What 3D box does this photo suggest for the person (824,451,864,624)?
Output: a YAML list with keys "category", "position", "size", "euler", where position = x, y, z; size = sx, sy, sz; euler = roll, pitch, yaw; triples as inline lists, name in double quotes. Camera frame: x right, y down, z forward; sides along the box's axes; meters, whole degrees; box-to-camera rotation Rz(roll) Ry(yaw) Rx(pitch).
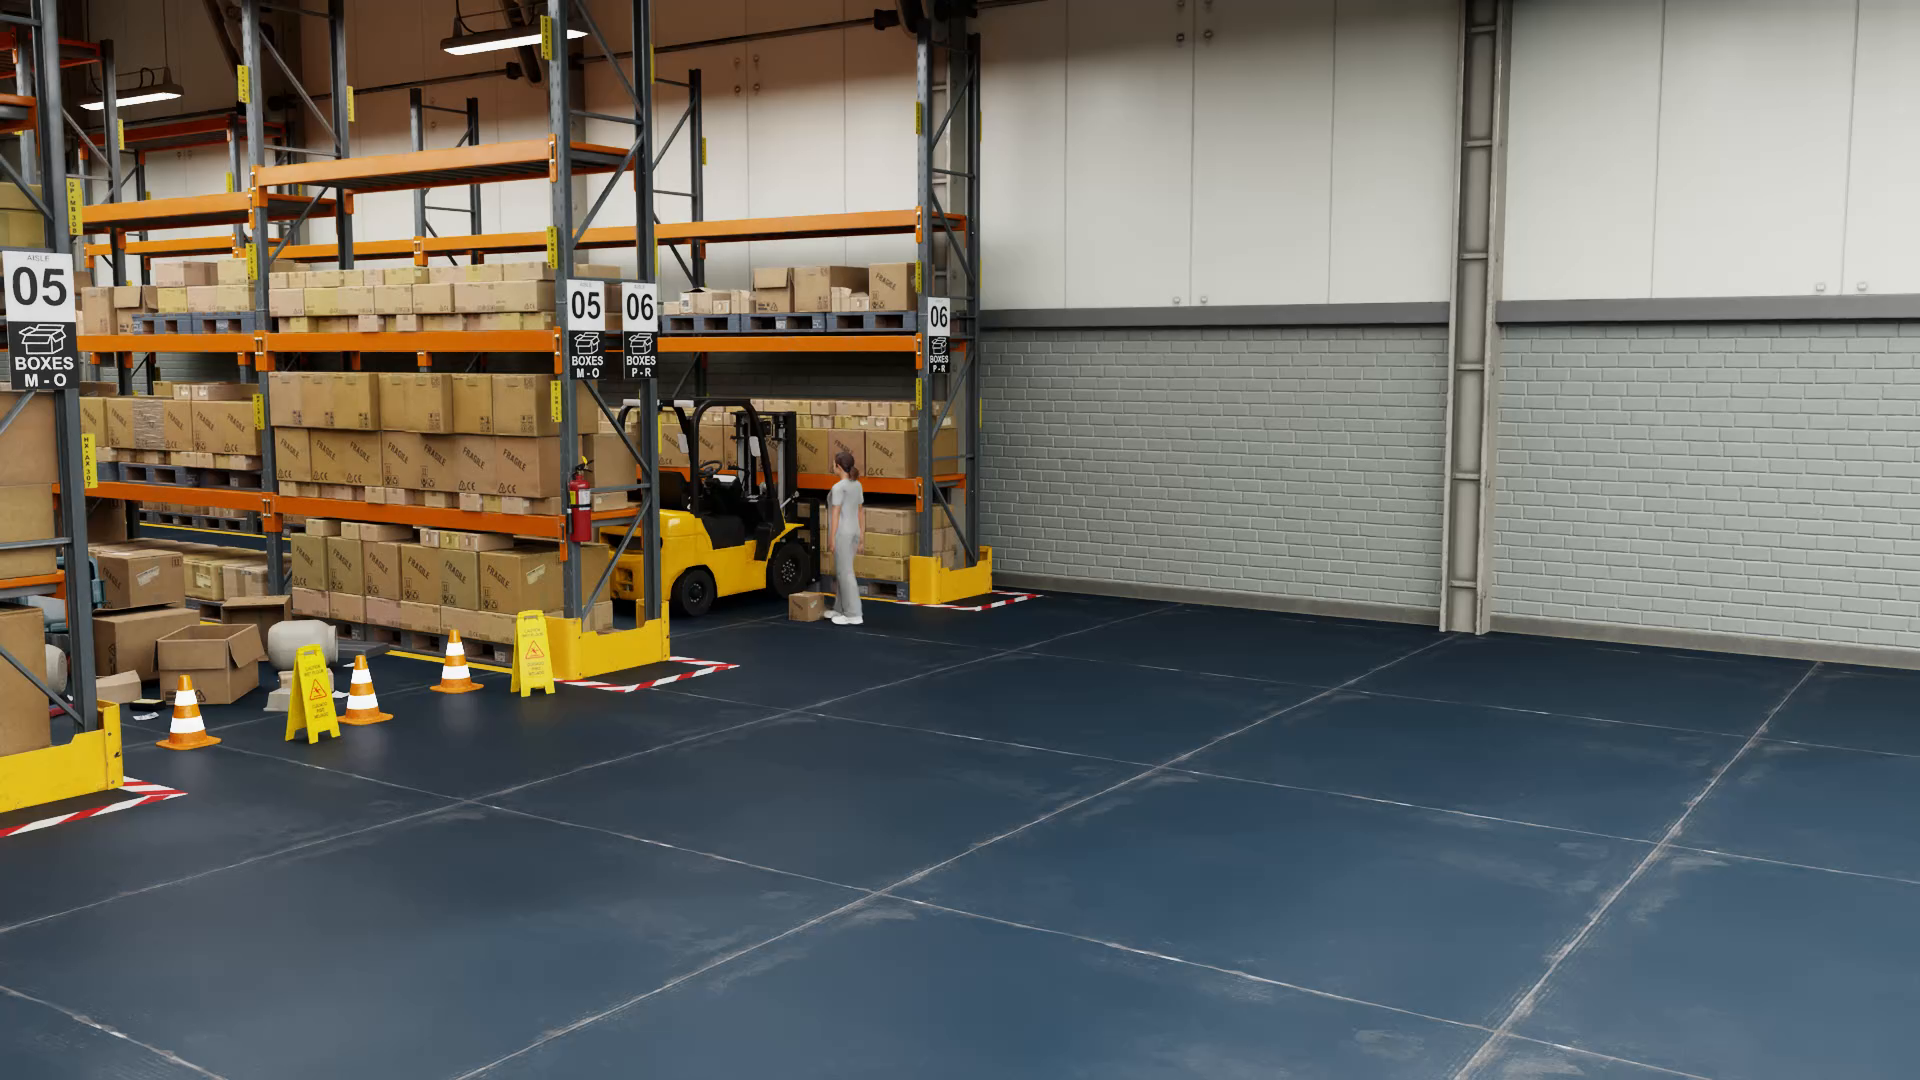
- category: "person"
  position: [-1.174, -0.028, 16.142]
  size: [0.565, 1.672, 0.462]
  euler: [3, 7, 27]
